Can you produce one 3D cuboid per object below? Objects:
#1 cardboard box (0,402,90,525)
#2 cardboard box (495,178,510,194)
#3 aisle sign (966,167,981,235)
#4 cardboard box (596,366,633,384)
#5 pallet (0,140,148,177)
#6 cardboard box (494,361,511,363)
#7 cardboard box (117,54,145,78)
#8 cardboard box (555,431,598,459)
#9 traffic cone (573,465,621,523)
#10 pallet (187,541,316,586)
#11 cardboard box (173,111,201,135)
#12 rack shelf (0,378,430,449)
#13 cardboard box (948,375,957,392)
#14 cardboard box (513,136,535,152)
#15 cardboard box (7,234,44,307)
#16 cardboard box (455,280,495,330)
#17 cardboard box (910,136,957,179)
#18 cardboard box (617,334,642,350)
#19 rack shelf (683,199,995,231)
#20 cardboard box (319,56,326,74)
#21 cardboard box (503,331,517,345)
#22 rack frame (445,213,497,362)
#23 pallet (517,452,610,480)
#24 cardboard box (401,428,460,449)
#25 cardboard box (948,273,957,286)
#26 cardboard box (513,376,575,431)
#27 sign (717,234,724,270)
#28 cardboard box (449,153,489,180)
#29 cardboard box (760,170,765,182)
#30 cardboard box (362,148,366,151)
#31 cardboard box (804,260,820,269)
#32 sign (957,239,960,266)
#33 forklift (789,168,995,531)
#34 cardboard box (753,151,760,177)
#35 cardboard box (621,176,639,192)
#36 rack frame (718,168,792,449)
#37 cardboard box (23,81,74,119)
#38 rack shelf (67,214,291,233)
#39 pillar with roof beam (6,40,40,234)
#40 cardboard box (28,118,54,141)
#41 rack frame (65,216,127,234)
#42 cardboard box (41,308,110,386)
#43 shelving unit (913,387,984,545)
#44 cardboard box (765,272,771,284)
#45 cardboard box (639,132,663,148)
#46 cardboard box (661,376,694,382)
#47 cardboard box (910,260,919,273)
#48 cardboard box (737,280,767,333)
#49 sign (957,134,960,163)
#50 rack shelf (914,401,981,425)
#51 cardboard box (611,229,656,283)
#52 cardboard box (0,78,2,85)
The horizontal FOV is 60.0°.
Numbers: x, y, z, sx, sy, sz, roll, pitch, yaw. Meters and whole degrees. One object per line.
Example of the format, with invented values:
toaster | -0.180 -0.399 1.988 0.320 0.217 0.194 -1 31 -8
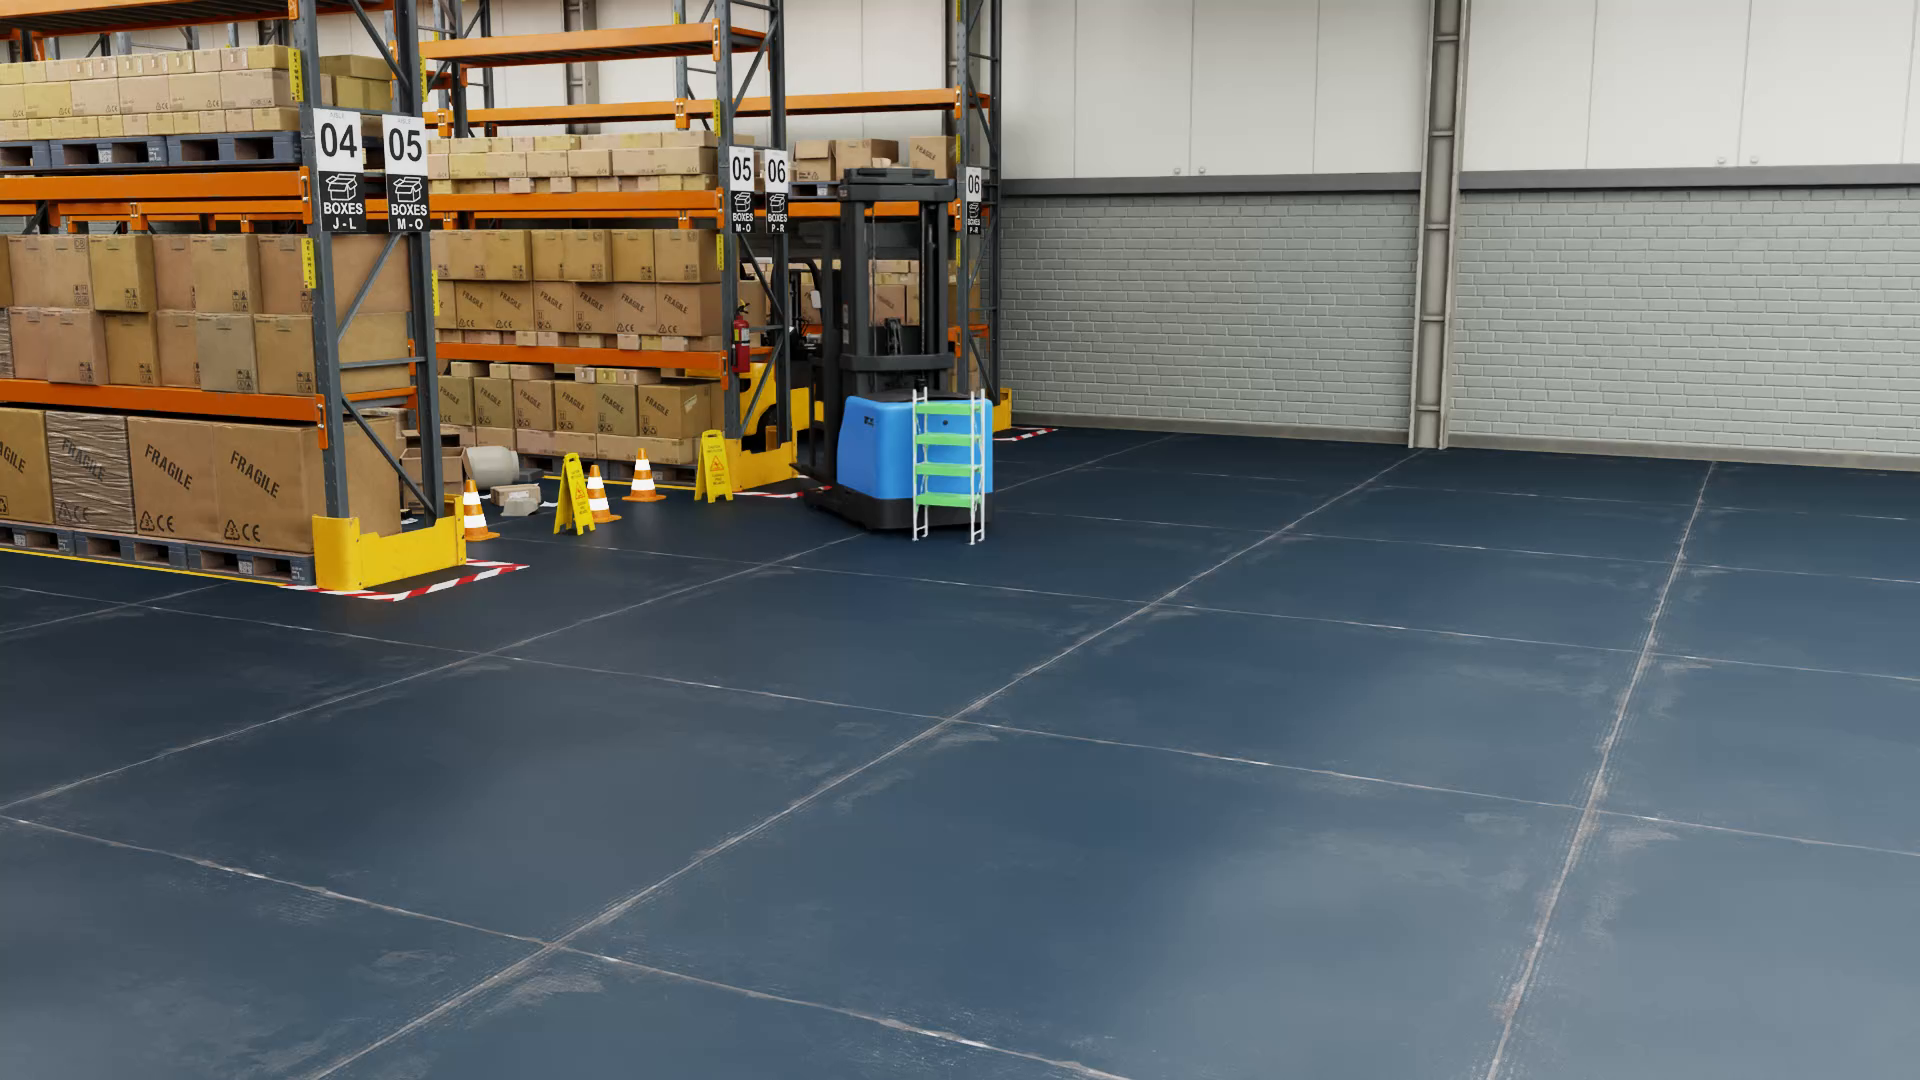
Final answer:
cardboard box | -7.111 -0.646 13.164 0.875 0.875 0.875 5 11 27
cardboard box | -4.450 -3.553 16.719 0.250 0.149 0.380 5 11 24
aisle sign | 0.165 -4.049 19.881 0.004 0.787 0.394 5 11 26
cardboard box | -3.374 -1.631 16.433 0.250 0.149 0.380 5 12 27
pallet | -6.915 -2.912 12.723 1.213 0.211 1.003 5 11 26
cardboard box | -6.385 -2.439 23.774 0.625 0.625 0.875 5 12 28
cardboard box | -5.649 -3.304 11.645 0.250 0.149 0.380 5 11 25
cardboard box | -3.734 -0.986 16.796 0.500 0.250 0.500 5 11 24
traffic cone | -3.100 -0.404 14.166 0.334 0.463 0.336 5 11 26
pallet | -4.808 0.091 12.134 1.213 0.211 1.003 5 11 26
cardboard box | -5.188 -2.871 11.493 0.250 0.149 0.380 5 11 26
rack shelf | -5.850 -1.034 12.541 4.000 0.370 1.077 5 11 26
cardboard box | -0.339 -1.910 20.499 0.500 0.250 0.500 5 11 25
cardboard box | -4.214 -3.918 16.500 0.250 0.149 0.380 5 11 25
cardboard box | -6.784 -2.091 12.910 0.550 0.550 0.875 5 11 26
cardboard box | -4.813 -2.425 17.089 0.500 0.500 0.500 5 11 26
cardboard box | -0.269 -4.599 20.056 0.500 0.500 0.500 5 12 28
cardboard box | -3.128 -1.942 16.243 0.250 0.149 0.380 5 12 27
rack shelf | -1.558 -4.102 21.068 4.000 0.370 1.077 5 11 26
cardboard box | -4.440 -3.328 11.780 0.250 0.149 0.380 5 11 26
cardboard box | -4.443 -2.076 16.982 0.250 0.149 0.380 5 11 26
rack frame | -6.939 -3.452 23.883 0.127 3.000 1.000 5 11 26
pallet | -3.828 -0.829 17.217 1.213 0.211 1.003 5 11 26
cardboard box | -5.185 -0.814 16.315 0.500 0.500 0.500 -4 11 -23
cardboard box | -0.199 -3.173 20.237 0.250 0.149 0.380 5 11 27
cardboard box | -4.185 -1.396 16.956 0.500 0.500 0.500 6 12 29
sign | -2.221 -2.667 15.406 0.005 0.325 0.100 5 11 26
cardboard box | -4.804 -3.775 16.830 0.500 0.250 0.500 5 11 25
cardboard box | -2.394 -4.601 21.053 0.250 0.149 0.380 5 12 28
cardboard box | -6.120 -4.224 17.564 0.500 0.250 0.500 5 12 27
cardboard box | -1.775 -3.474 21.064 0.250 0.149 0.380 5 11 26
sign | -0.017 -3.423 19.803 0.005 0.325 0.100 5 11 26
forklift | -0.755 -1.737 14.597 1.130 2.935 3.031 -4 11 -22
cardboard box | -2.290 -3.660 16.192 0.500 0.250 0.500 5 11 25
cardboard box | -3.059 -3.436 16.076 0.250 0.149 0.380 5 11 26
rack frame | -1.957 -2.029 16.018 0.127 3.000 1.000 5 11 26
cardboard box | -6.423 -3.188 12.124 0.500 0.250 0.500 5 11 25
rack shelf | -12.319 -5.047 26.293 4.000 0.370 1.077 5 11 26
pillar with roof beam | -18.037 -6.704 25.003 0.548 9.000 9.100 5 11 26
cardboard box | -6.555 -2.991 12.157 0.250 0.149 0.380 5 11 25
rack frame | -14.113 -4.083 27.367 0.127 3.000 1.000 5 11 26
cardboard box | -6.372 -1.491 12.626 0.550 0.550 0.875 5 11 26
shelving unit | -0.088 -0.587 13.104 0.503 1.200 0.258 4 11 22
cardboard box | -2.280 -3.350 21.216 0.250 0.149 0.380 5 11 25
cardboard box | -2.842 -3.797 15.830 0.250 0.149 0.380 5 11 25
cardboard box | -3.051 -1.402 16.988 0.500 0.500 0.500 5 11 24
cardboard box | -0.414 -3.346 20.357 0.250 0.149 0.380 5 11 26
cardboard box | -2.259 -2.306 16.434 0.500 0.500 0.500 5 11 25
sign | -0.017 -4.609 19.589 0.005 0.325 0.100 5 11 26
rack shelf | -0.088 -0.996 13.030 0.480 0.148 0.258 4 11 22
cardboard box | -2.962 -2.763 16.151 0.500 0.500 0.700 5 11 26
cardboard box | -7.012 -3.423 12.307 0.250 0.149 0.380 5 11 25
